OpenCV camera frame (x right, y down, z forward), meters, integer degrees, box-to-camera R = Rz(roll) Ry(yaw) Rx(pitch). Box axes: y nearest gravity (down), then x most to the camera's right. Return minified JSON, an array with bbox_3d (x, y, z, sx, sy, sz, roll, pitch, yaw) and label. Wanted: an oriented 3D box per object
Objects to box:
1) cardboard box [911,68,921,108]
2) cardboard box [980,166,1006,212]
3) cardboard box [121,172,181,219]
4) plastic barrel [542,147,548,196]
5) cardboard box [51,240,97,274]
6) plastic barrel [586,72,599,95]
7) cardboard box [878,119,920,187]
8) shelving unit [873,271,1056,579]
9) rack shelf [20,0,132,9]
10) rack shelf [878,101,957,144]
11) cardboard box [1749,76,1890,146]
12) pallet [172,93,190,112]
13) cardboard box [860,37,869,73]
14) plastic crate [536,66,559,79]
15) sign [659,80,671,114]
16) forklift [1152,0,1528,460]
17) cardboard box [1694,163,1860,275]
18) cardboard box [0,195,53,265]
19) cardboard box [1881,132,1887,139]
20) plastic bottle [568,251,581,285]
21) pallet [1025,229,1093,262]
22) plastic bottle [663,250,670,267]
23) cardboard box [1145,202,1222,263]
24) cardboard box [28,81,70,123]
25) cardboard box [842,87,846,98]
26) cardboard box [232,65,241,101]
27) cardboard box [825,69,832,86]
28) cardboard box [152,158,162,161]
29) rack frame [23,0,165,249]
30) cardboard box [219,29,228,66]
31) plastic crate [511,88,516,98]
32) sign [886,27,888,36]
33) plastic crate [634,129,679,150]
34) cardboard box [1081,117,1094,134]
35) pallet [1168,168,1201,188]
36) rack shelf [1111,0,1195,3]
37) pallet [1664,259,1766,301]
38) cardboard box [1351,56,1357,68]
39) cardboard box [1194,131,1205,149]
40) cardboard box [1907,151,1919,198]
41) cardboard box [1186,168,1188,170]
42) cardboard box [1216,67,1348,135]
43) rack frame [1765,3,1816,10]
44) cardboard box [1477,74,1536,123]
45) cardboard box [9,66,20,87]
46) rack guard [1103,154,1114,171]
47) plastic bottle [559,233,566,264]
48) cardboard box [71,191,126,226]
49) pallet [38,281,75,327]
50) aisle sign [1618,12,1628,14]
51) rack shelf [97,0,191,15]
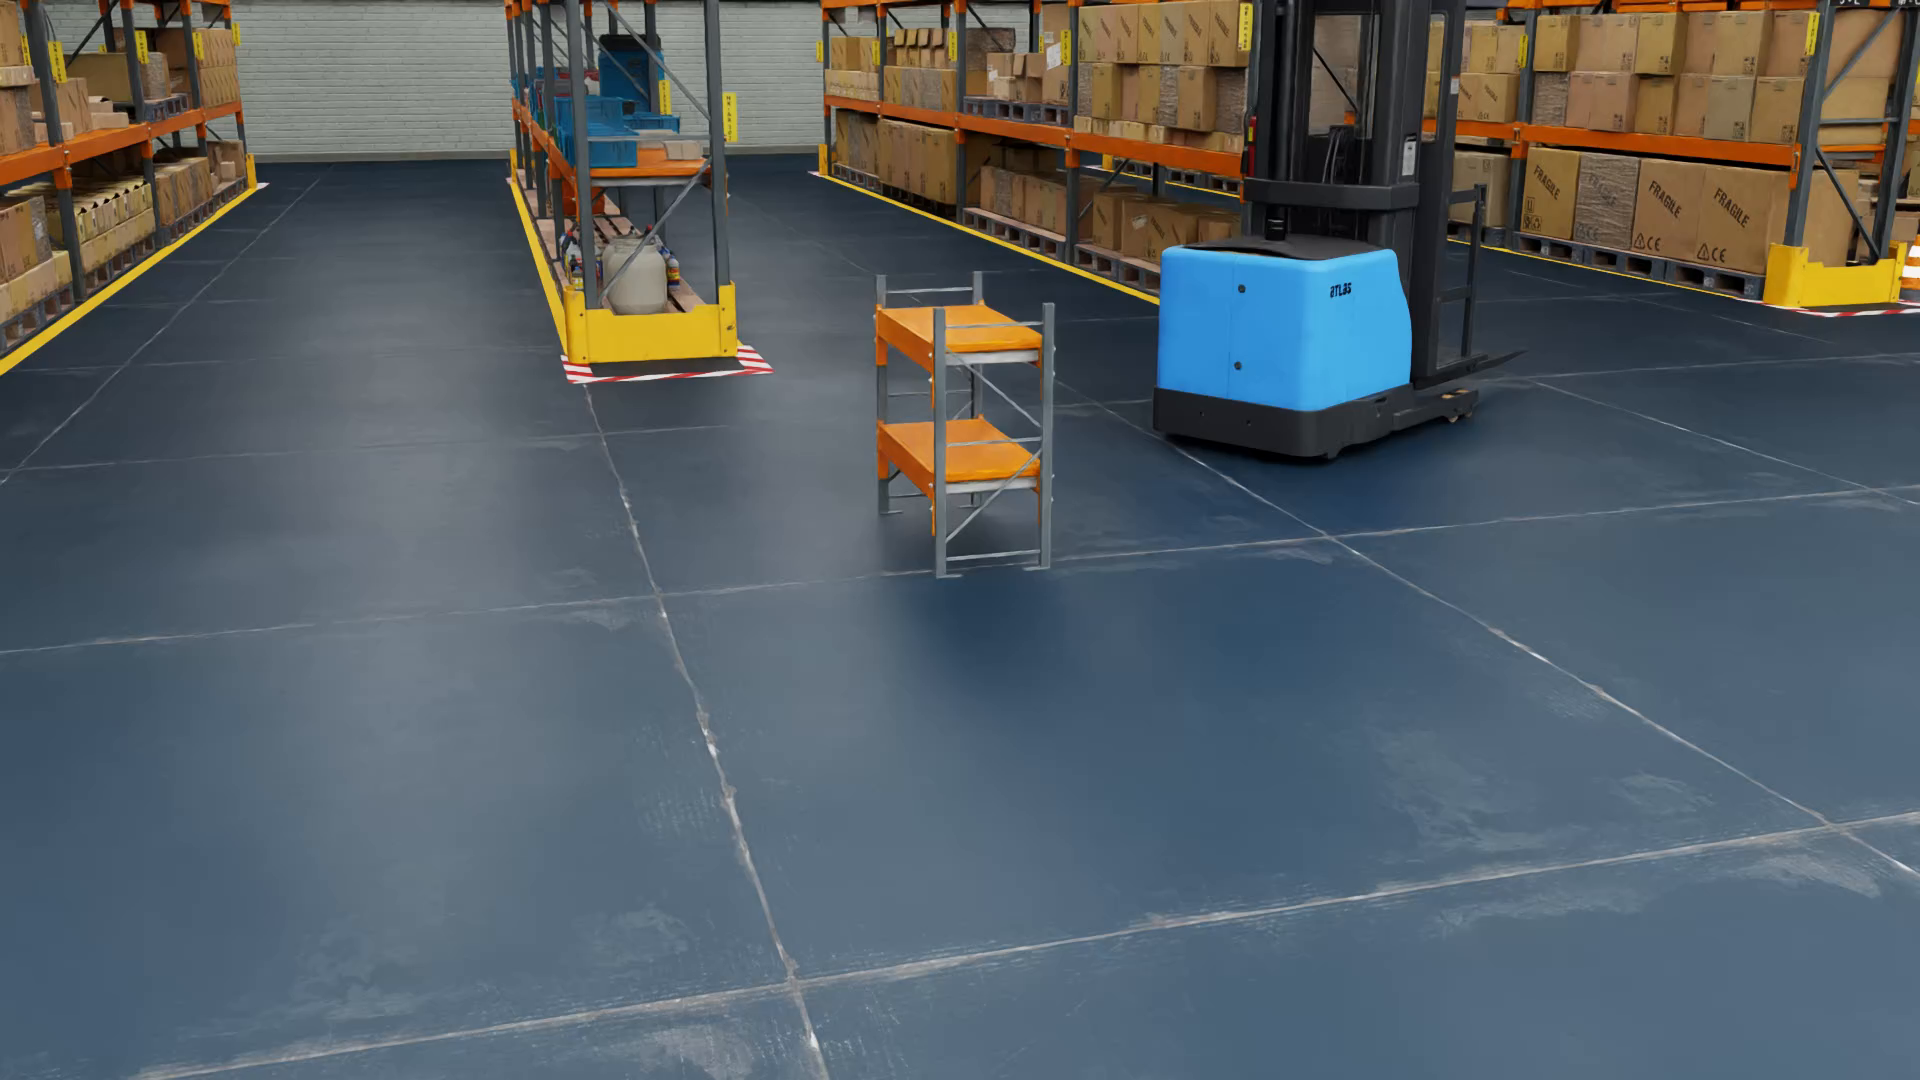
[{"bbox_3d":[-0.339,-5.919,21.768,0.500,0.500,0.500,-4,17,-14],"label":"cardboard box"},{"bbox_3d":[0.654,-4.161,19.671,0.700,0.500,0.500,-6,18,-18],"label":"cardboard box"},{"bbox_3d":[-9.075,-3.856,18.654,0.500,0.500,0.500,-5,18,-17],"label":"cardboard box"},{"bbox_3d":[-5.083,-4.895,21.450,0.600,0.901,0.708,-5,17,-15],"label":"plastic barrel"},{"bbox_3d":[-7.848,-2.458,14.471,0.500,0.250,0.500,-5,17,-17],"label":"cardboard box"},{"bbox_3d":[-3.585,-4.503,16.993,0.433,0.535,0.433,0,17,0],"label":"plastic barrel"},{"bbox_3d":[-0.453,-5.446,23.331,1.225,0.875,0.875,-5,17,-15],"label":"cardboard box"},{"bbox_3d":[-0.002,-0.541,7.296,0.538,1.125,1.048,-5,17,-15],"label":"shelving unit"},{"bbox_3d":[-8.525,-5.088,15.213,1.077,0.370,4.000,-5,17,-15],"label":"rack shelf"},{"bbox_3d":[-0.099,-5.540,21.932,1.077,0.370,4.000,-5,17,-15],"label":"rack shelf"},{"bbox_3d":[7.301,-3.654,14.140,0.875,0.550,0.550,-5,17,-15],"label":"cardboard box"},{"bbox_3d":[-10.060,-5.334,20.329,1.003,0.211,1.213,-5,17,-15],"label":"pallet"},{"bbox_3d":[-1.165,-7.112,24.356,0.500,0.500,0.500,-5,17,-15],"label":"cardboard box"},{"bbox_3d":[-6.238,-7.120,25.777,0.616,0.435,0.499,-5,17,-15],"label":"plastic crate"},{"bbox_3d":[-2.680,-4.006,15.094,0.100,0.325,0.005,-5,17,-15],"label":"sign"},{"bbox_3d":[2.435,-2.178,9.609,1.130,2.935,3.031,15,22,40],"label":"forklift"},{"bbox_3d":[7.196,-2.849,14.684,0.875,0.875,0.875,-5,17,-15],"label":"cardboard box"},{"bbox_3d":[-7.512,-2.436,13.093,0.500,0.500,0.500,-5,17,-15],"label":"cardboard box"},{"bbox_3d":[14.208,-6.165,25.251,0.380,0.149,0.250,-4,17,-14],"label":"cardboard box"},{"bbox_3d":[-3.120,-2.217,13.587,0.152,0.276,0.135,-5,17,-17],"label":"plastic bottle"},{"bbox_3d":[1.335,-3.105,17.421,1.003,0.211,1.213,-5,17,-15],"label":"pallet"},{"bbox_3d":[-2.406,-2.252,13.712,0.097,0.271,0.097,0,17,0],"label":"plastic bottle"},{"bbox_3d":[2.032,-2.792,15.147,0.500,0.500,0.500,-6,18,-20],"label":"cardboard box"},{"bbox_3d":[-8.316,-3.850,14.881,0.500,0.500,0.500,-3,17,-11],"label":"cardboard box"},{"bbox_3d":[-1.612,-6.944,25.792,0.380,0.149,0.250,-5,17,-16],"label":"cardboard box"},{"bbox_3d":[-10.889,-6.708,24.394,0.500,0.500,0.500,-4,17,-14],"label":"cardboard box"},{"bbox_3d":[-1.875,-7.461,26.819,0.500,0.250,0.500,-5,17,-17],"label":"cardboard box"},{"bbox_3d":[-10.276,-4.516,20.853,0.500,0.500,0.500,-6,18,-18],"label":"cardboard box"},{"bbox_3d":[-9.075,-4.549,17.383,1.000,3.000,0.127,-5,17,-15],"label":"rack frame"},{"bbox_3d":[-10.600,-6.905,23.312,0.500,0.500,0.500,-4,17,-14],"label":"cardboard box"},{"bbox_3d":[-6.564,-6.678,24.823,0.250,0.136,0.298,-5,17,-15],"label":"plastic crate"},{"bbox_3d":[-1.222,-8.251,27.283,0.100,0.325,0.005,-5,17,-15],"label":"sign"},{"bbox_3d":[-2.522,-3.278,13.609,0.530,0.136,0.437,-5,17,-15],"label":"plastic crate"},{"bbox_3d":[1.376,-3.951,15.828,0.380,0.149,0.250,-5,17,-15],"label":"cardboard box"},{"bbox_3d":[3.930,-5.649,25.892,1.003,0.211,1.213,-5,17,-15],"label":"pallet"},{"bbox_3d":[3.599,-8.447,26.396,1.077,0.370,4.000,-5,17,-15],"label":"rack shelf"},{"bbox_3d":[7.151,-2.362,14.949,1.003,0.211,1.213,-5,17,-15],"label":"pallet"},{"bbox_3d":[5.306,-6.206,21.570,0.380,0.149,0.250,-5,17,-15],"label":"cardboard box"},{"bbox_3d":[2.132,-3.265,13.545,0.380,0.149,0.250,-5,17,-15],"label":"cardboard box"},{"bbox_3d":[10.981,-4.067,18.524,0.500,0.500,0.500,-4,17,-13],"label":"cardboard box"},{"bbox_3d":[3.722,-5.798,25.765,0.380,0.149,0.250,-4,17,-14],"label":"cardboard box"},{"bbox_3d":[2.525,-3.463,13.076,0.875,0.500,0.500,-5,17,-15],"label":"cardboard box"},{"bbox_3d":[13.652,-7.615,27.588,1.000,3.000,0.127,-5,17,-15],"label":"rack frame"},{"bbox_3d":[5.947,-4.760,17.911,0.500,0.500,0.500,-5,17,-16],"label":"cardboard box"},{"bbox_3d":[-7.555,-3.602,12.929,0.380,0.149,0.250,-5,17,-17],"label":"cardboard box"},{"bbox_3d":[3.070,-6.690,28.855,1.175,0.500,0.348,-5,17,-15],"label":"rack guard"},{"bbox_3d":[-3.546,-2.615,14.920,0.097,0.271,0.097,0,17,0],"label":"plastic bottle"},{"bbox_3d":[-8.274,-3.155,15.815,0.500,0.311,0.500,-4,17,-14],"label":"cardboard box"},{"bbox_3d":[-7.797,-1.884,13.357,1.003,0.211,1.213,-5,17,-15],"label":"pallet"},{"bbox_3d":[12.251,-9.962,30.883,0.394,0.787,0.004,-5,17,-15],"label":"aisle sign"},{"bbox_3d":[-9.625,-6.194,18.896,1.077,0.370,4.000,-5,17,-15],"label":"rack shelf"}]
